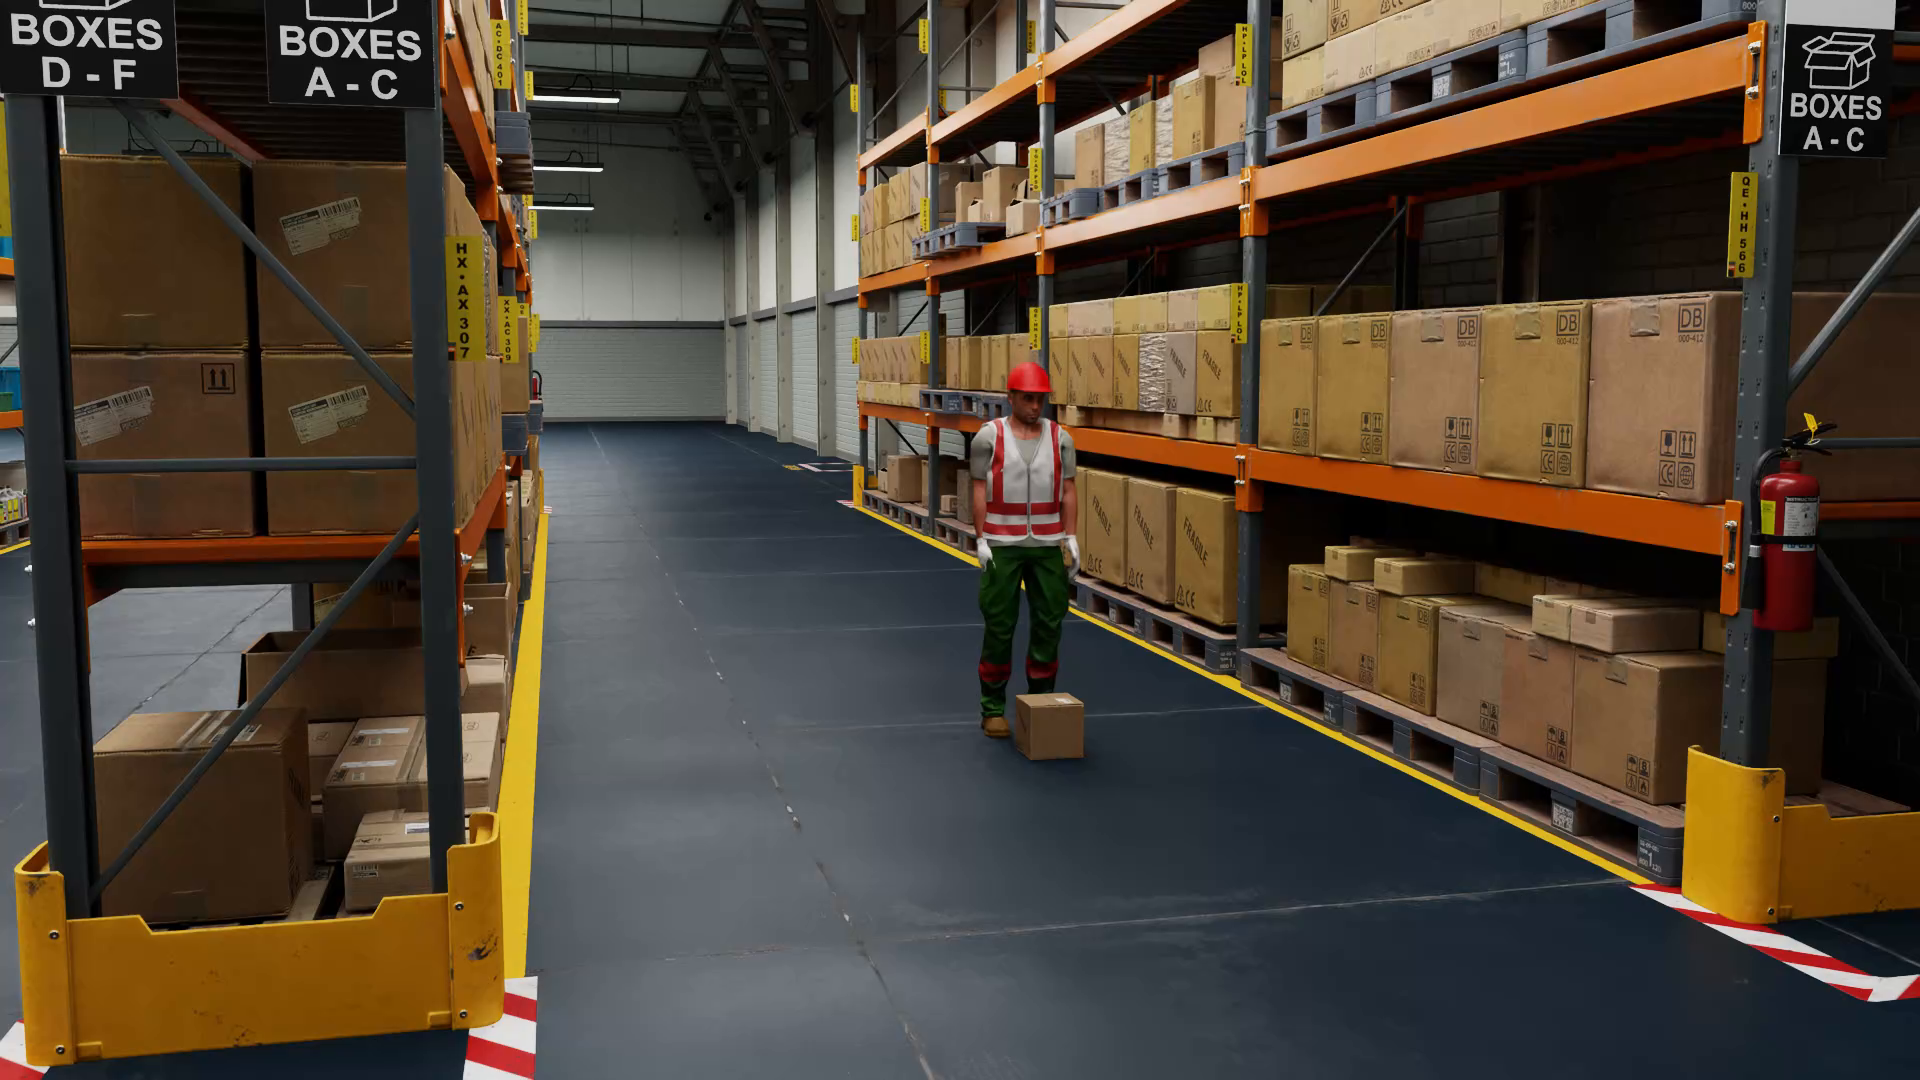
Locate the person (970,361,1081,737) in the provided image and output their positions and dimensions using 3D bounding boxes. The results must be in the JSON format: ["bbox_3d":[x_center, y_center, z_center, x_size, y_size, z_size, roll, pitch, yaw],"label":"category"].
[{"bbox_3d":[0.315,0.040,7.953,0.528,1.780,0.351,-1,6,-13],"label":"person"}]
